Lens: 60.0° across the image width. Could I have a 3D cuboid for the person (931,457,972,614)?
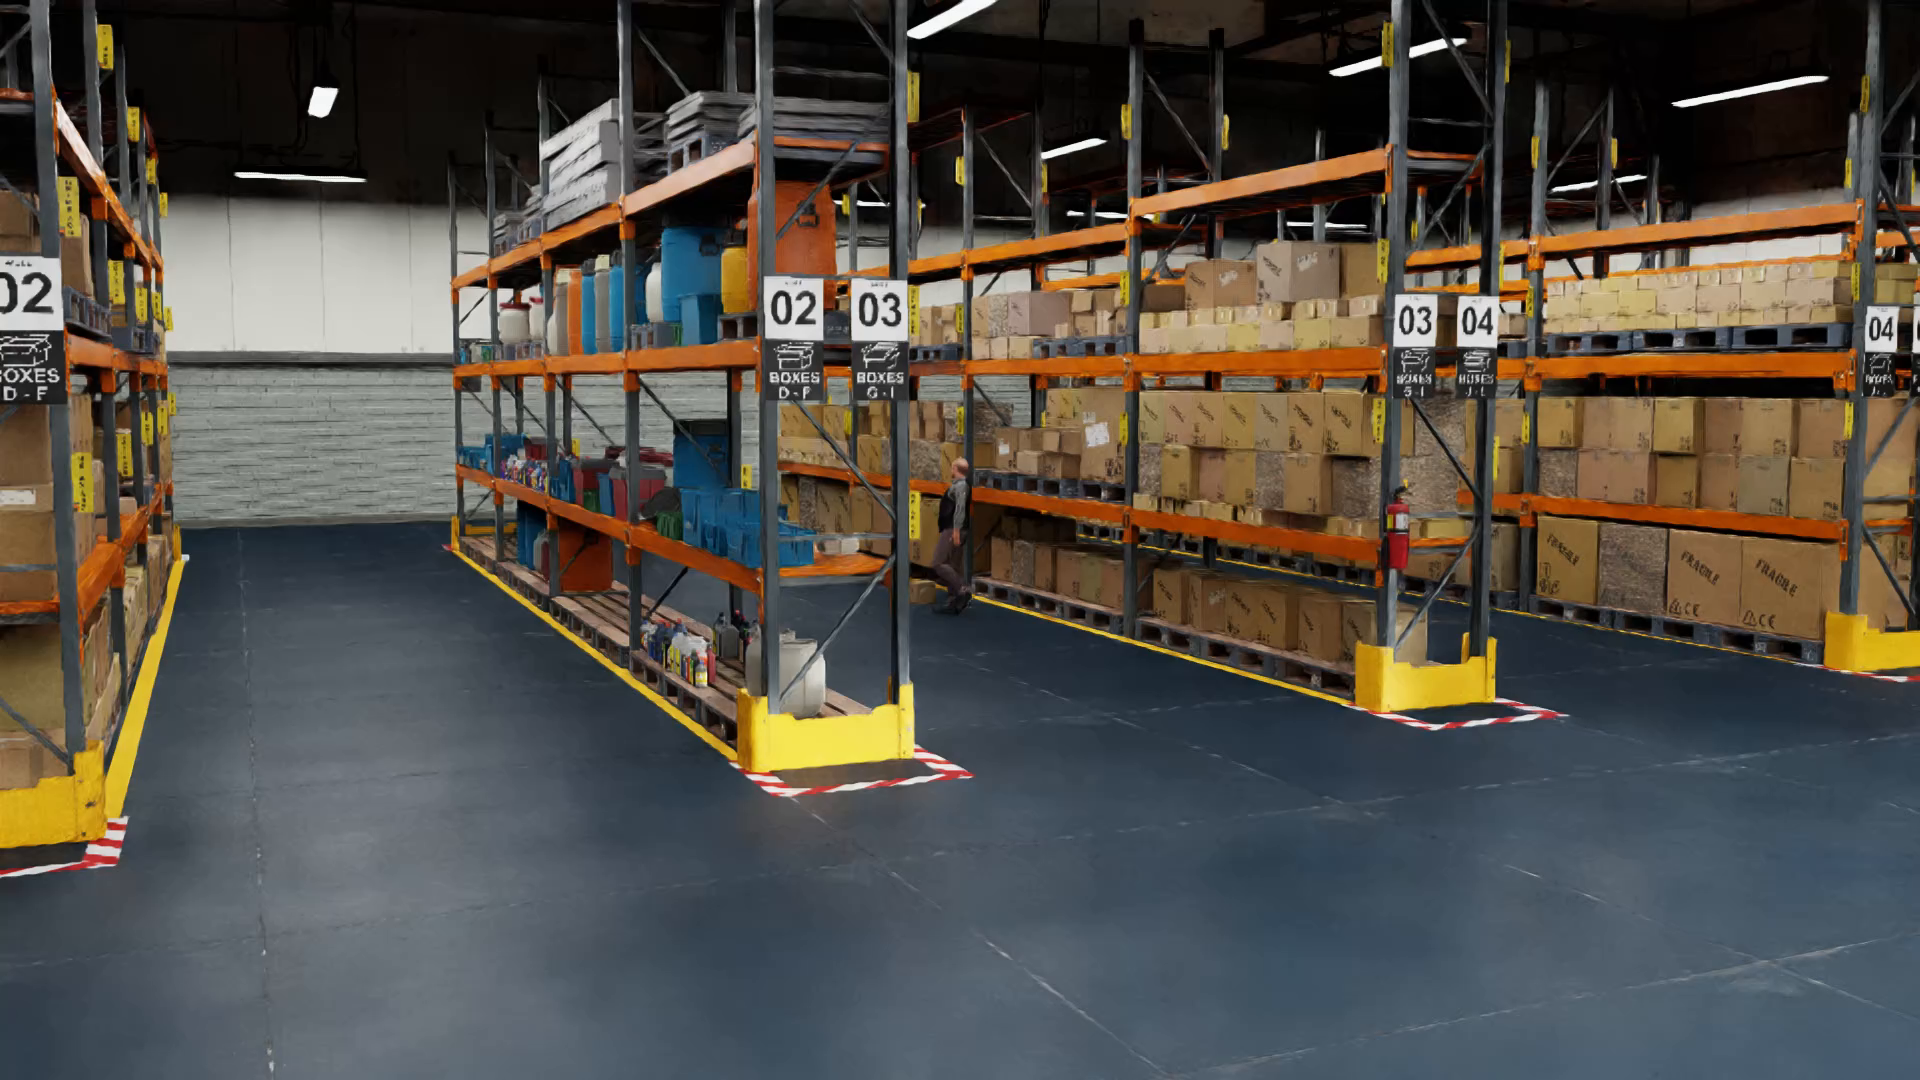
[{"bbox_3d":[-0.088,-0.052,18.257,0.446,1.705,0.638,0,5,0],"label":"person"}]
